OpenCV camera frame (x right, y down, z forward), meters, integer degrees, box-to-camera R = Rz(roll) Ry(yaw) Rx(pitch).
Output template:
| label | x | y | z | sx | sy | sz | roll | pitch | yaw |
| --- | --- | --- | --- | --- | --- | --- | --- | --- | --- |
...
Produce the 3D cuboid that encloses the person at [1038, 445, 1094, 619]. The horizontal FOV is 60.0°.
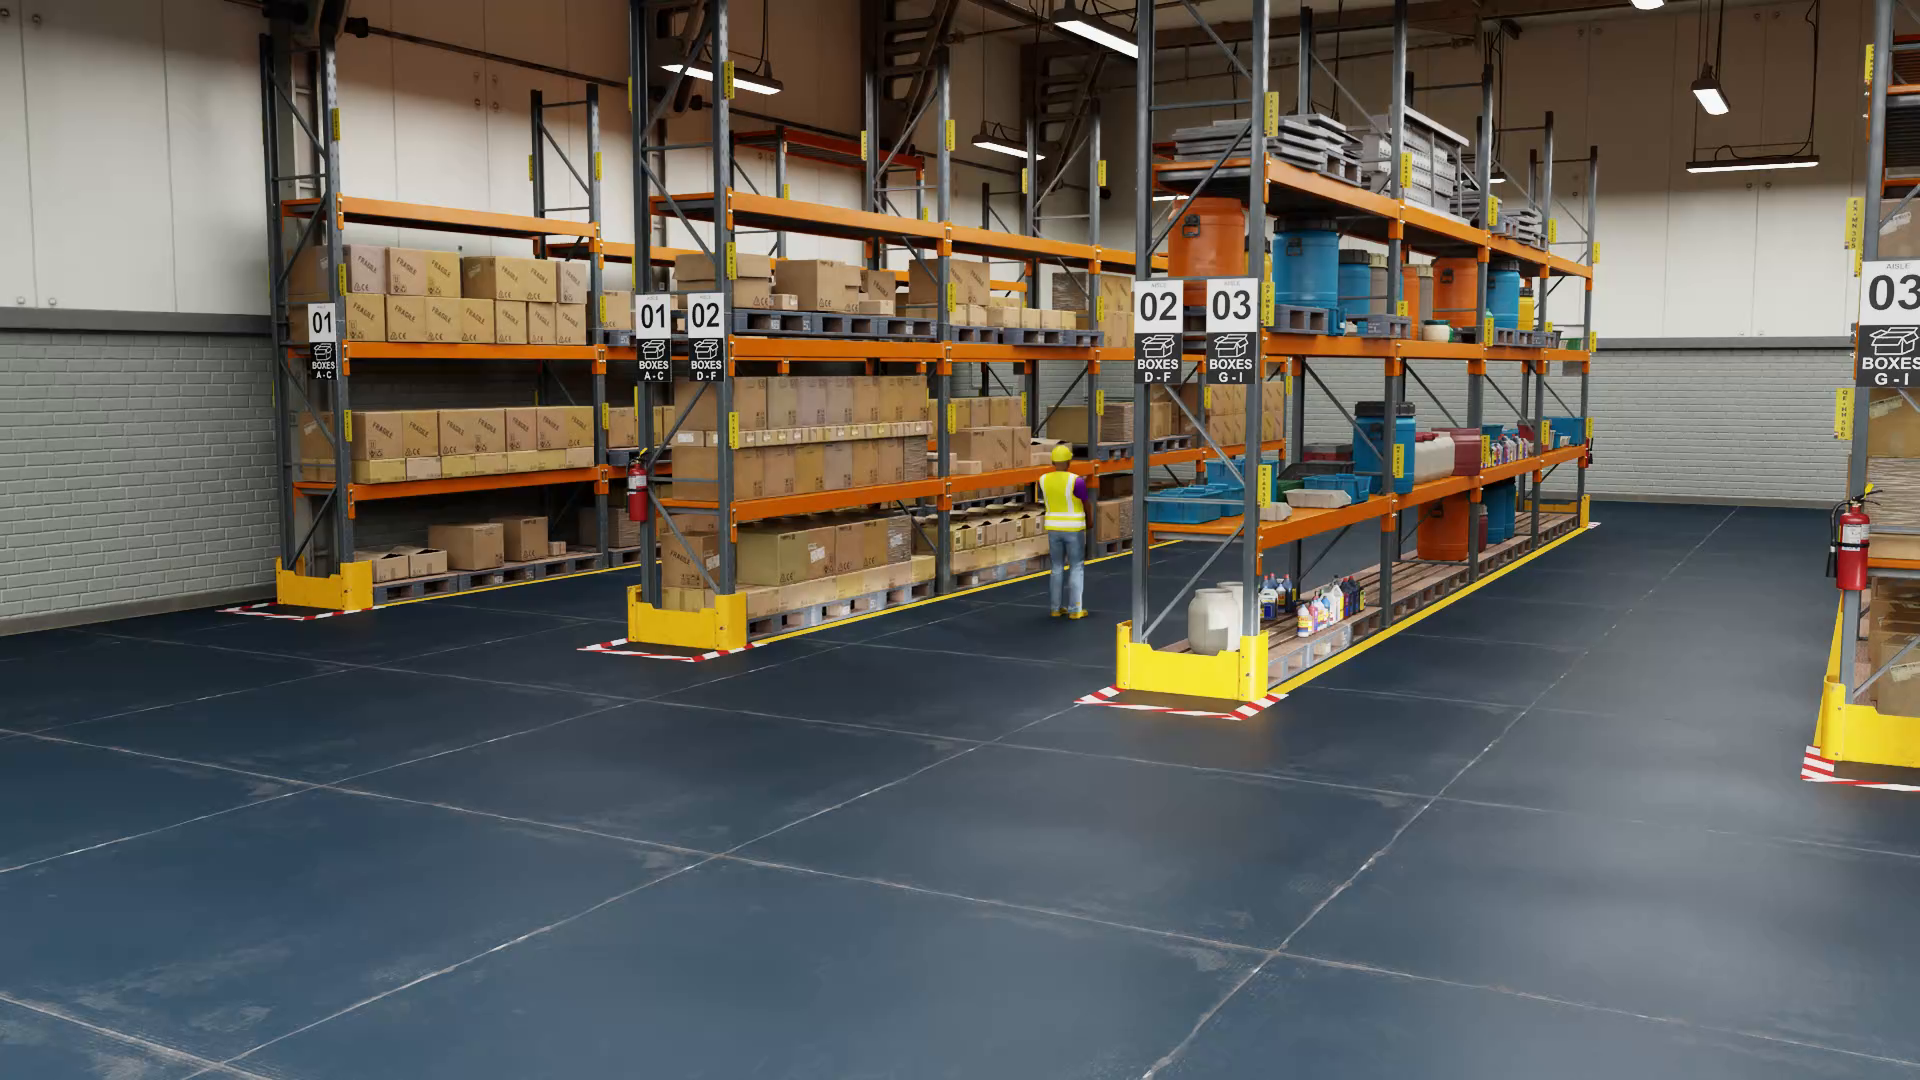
| label | x | y | z | sx | sy | sz | roll | pitch | yaw |
| --- | --- | --- | --- | --- | --- | --- | --- | --- | --- |
| person | 1.104 | -0.097 | 16.996 | 0.502 | 1.761 | 0.577 | 3 | 7 | 29 |
